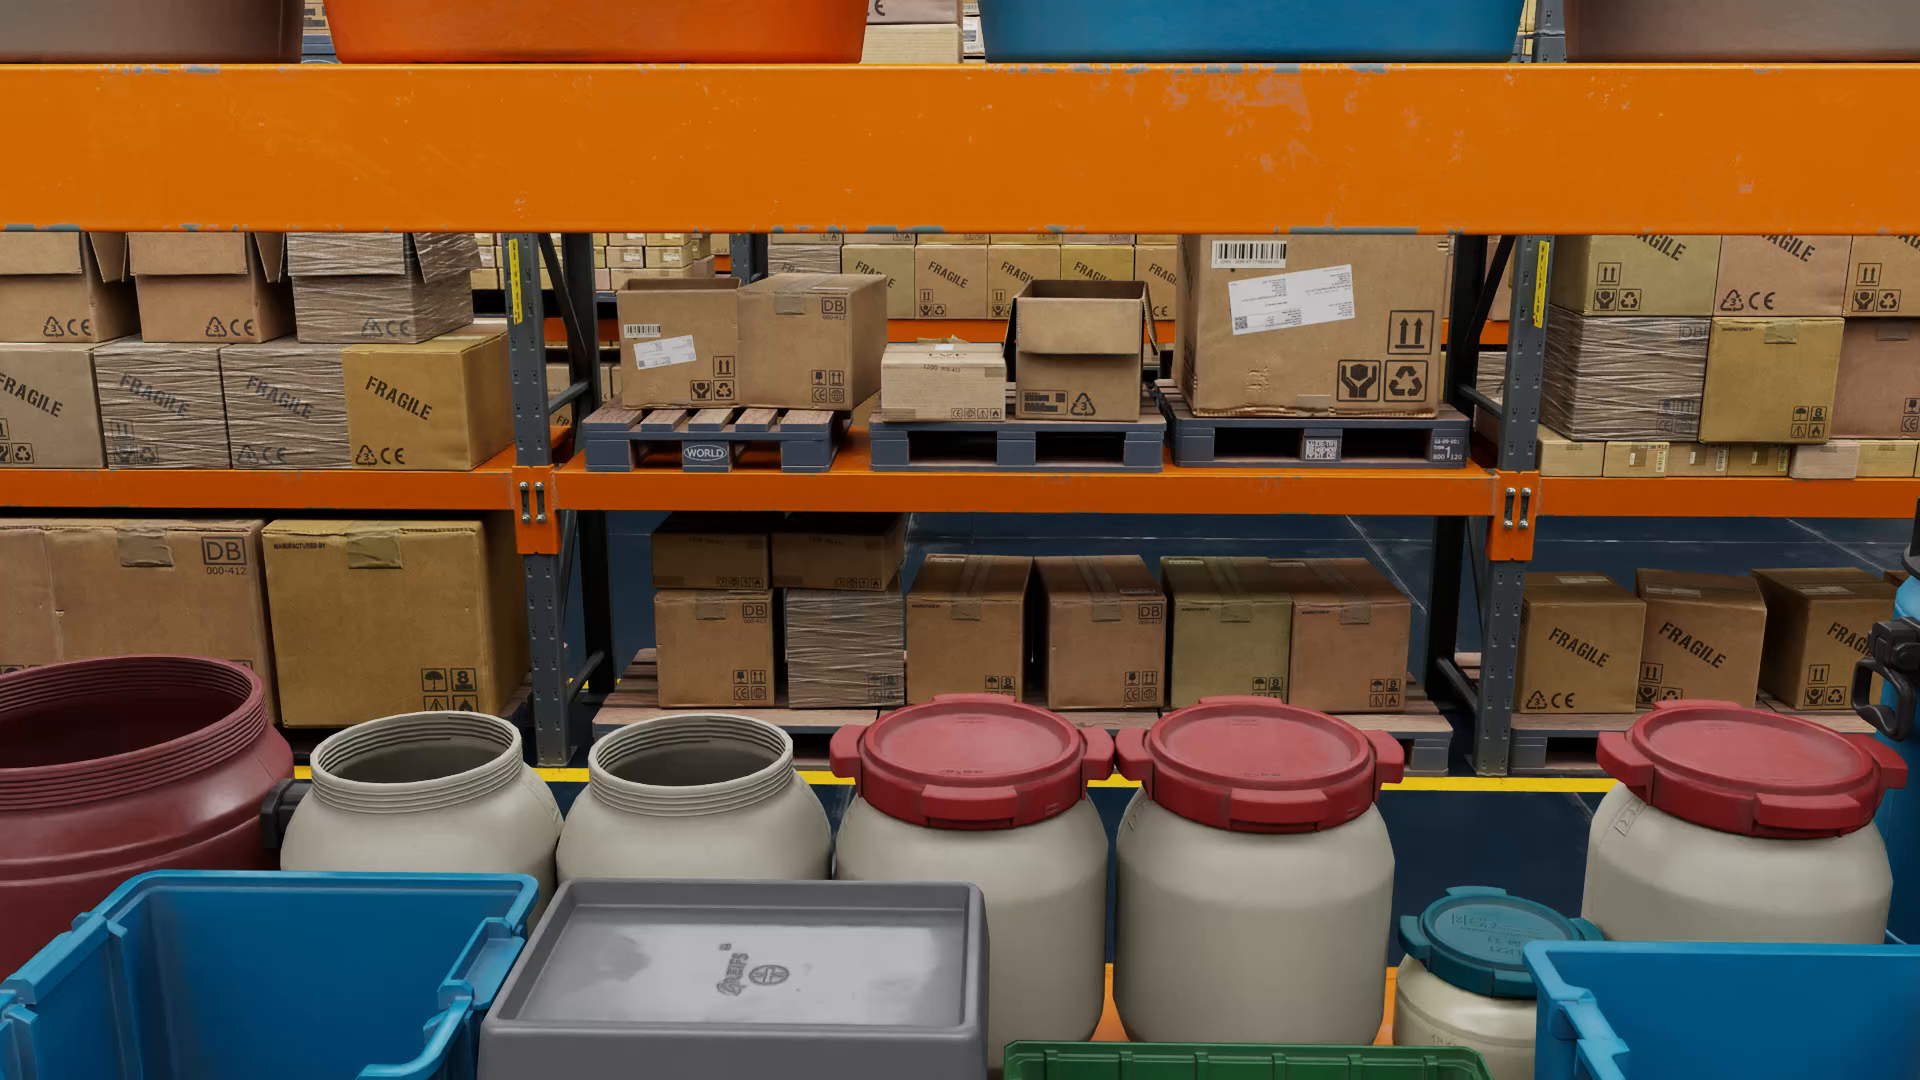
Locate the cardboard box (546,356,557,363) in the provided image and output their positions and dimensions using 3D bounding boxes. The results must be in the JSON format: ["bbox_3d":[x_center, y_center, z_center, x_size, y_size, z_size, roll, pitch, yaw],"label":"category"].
[{"bbox_3d":[-3.213,-1.165,11.983,0.500,0.250,0.500,1,15,3],"label":"cardboard box"}]

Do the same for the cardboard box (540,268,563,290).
[{"bbox_3d":[-2.769,-1.836,11.590,0.250,0.149,0.380,0,15,1],"label":"cardboard box"}]

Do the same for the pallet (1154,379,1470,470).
[{"bbox_3d":[1.501,-0.522,7.313,1.213,0.211,1.003,0,15,1],"label":"pallet"}]

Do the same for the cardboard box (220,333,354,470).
[{"bbox_3d":[-2.735,-0.591,7.006,0.500,0.500,0.500,0,15,1],"label":"cardboard box"}]

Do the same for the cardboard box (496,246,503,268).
[{"bbox_3d":[-3.044,-1.981,11.556,0.250,0.149,0.380,0,15,1],"label":"cardboard box"}]

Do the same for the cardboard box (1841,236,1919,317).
[{"bbox_3d":[3.705,-1.174,6.670,0.500,0.500,0.500,0,15,1],"label":"cardboard box"}]

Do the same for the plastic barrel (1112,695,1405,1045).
[{"bbox_3d":[0.451,0.558,2.578,0.433,0.535,0.433,0,15,0],"label":"plastic barrel"}]

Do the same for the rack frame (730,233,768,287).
[{"bbox_3d":[-1.509,-1.863,12.020,0.127,3.000,1.000,0,15,1],"label":"rack frame"}]

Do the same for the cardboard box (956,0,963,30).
[{"bbox_3d":[-0.246,-2.392,6.970,0.500,0.500,0.500,1,15,2],"label":"cardboard box"}]

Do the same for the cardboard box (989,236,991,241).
[{"bbox_3d":[0.458,-1.967,12.221,0.500,0.500,0.500,1,15,2],"label":"cardboard box"}]

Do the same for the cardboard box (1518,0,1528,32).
[{"bbox_3d":[3.475,-3.532,11.159,0.500,0.250,0.500,0,15,1],"label":"cardboard box"}]

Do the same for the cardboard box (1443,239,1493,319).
[{"bbox_3d":[3.409,-1.912,11.913,0.550,0.550,0.875,0,15,1],"label":"cardboard box"}]

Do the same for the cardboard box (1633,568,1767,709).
[{"bbox_3d":[3.233,0.448,7.339,0.500,0.500,0.500,5,16,19],"label":"cardboard box"}]

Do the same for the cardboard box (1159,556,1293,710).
[{"bbox_3d":[1.172,0.406,7.458,0.500,0.500,0.700,0,15,1],"label":"cardboard box"}]

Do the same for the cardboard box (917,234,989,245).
[{"bbox_3d":[-0.042,-2.383,11.837,0.500,0.500,0.700,0,15,1],"label":"cardboard box"}]

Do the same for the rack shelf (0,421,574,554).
[{"bbox_3d":[-3.737,-0.264,7.369,4.000,0.370,1.077,0,15,1],"label":"rack shelf"}]

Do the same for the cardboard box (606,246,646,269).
[{"bbox_3d":[-2.282,-1.976,11.537,0.250,0.149,0.380,1,15,4],"label":"cardboard box"}]

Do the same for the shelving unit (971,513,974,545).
[{"bbox_3d":[-0.165,-0.581,10.691,0.503,1.200,0.258,0,15,1],"label":"shelving unit"}]

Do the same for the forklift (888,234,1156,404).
[{"bbox_3d":[0.663,-2.472,14.465,3.031,2.935,1.130,-4,15,-14],"label":"forklift"}]

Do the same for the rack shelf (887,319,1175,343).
[{"bbox_3d":[0.490,-1.502,12.062,4.000,0.370,1.077,0,15,1],"label":"rack shelf"}]

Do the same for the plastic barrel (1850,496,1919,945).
[{"bbox_3d":[1.757,0.369,2.580,0.708,0.901,0.600,0,15,1],"label":"plastic barrel"}]

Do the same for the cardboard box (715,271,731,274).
[{"bbox_3d":[-2.172,-2.327,17.122,0.875,0.875,0.875,0,15,1],"label":"cardboard box"}]

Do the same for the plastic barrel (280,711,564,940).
[{"bbox_3d":[-0.830,0.563,2.607,0.421,0.512,0.421,0,15,0],"label":"plastic barrel"}]

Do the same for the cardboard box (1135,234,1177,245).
[{"bbox_3d":[1.478,-2.373,11.798,0.500,0.500,0.700,0,15,0],"label":"cardboard box"}]

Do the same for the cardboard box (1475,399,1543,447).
[{"bbox_3d":[2.484,-0.524,7.440,0.250,0.149,0.380,0,15,1],"label":"cardboard box"}]

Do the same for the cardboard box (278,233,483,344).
[{"bbox_3d":[-2.468,-1.141,7.121,0.637,0.503,0.797,1,15,3],"label":"cardboard box"}]

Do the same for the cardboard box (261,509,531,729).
[{"bbox_3d":[-2.427,0.216,7.483,0.875,0.875,1.225,0,15,-1],"label":"cardboard box"}]

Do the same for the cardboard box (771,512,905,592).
[{"bbox_3d":[-0.536,0.033,7.404,0.500,0.250,0.500,2,15,8],"label":"cardboard box"}]

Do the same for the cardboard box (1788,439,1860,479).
[{"bbox_3d":[3.468,-0.362,6.824,0.250,0.149,0.380,0,15,1],"label":"cardboard box"}]

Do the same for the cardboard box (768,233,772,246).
[{"bbox_3d":[-1.996,-2.990,16.588,0.500,0.250,0.500,0,15,-1],"label":"cardboard box"}]

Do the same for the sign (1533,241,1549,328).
[{"bbox_3d":[2.251,-0.991,6.445,0.005,0.325,0.100,0,15,1],"label":"sign"}]

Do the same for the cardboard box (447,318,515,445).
[{"bbox_3d":[-2.216,-0.719,7.490,0.500,0.500,0.500,1,15,3],"label":"cardboard box"}]

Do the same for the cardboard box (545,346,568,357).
[{"bbox_3d":[-3.194,-1.296,12.478,0.500,0.250,0.500,0,15,2],"label":"cardboard box"}]

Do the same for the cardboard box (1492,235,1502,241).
[{"bbox_3d":[3.946,-2.407,11.674,0.550,0.550,0.875,0,15,1],"label":"cardboard box"}]

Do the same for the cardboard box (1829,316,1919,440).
[{"bbox_3d":[3.711,-0.756,7.046,0.500,0.500,0.875,0,15,1],"label":"cardboard box"}]

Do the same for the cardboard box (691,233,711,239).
[{"bbox_3d":[-1.971,-2.284,12.121,0.250,0.149,0.380,0,15,2],"label":"cardboard box"}]

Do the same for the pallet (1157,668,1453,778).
[{"bbox_3d":[1.483,0.771,7.503,1.213,0.211,1.003,0,15,1],"label":"pallet"}]

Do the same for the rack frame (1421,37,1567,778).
[{"bbox_3d":[2.262,-0.572,7.129,0.127,3.000,1.000,0,15,1],"label":"rack frame"}]

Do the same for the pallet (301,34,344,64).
[{"bbox_3d":[-2.382,-1.948,6.834,1.003,0.211,1.213,1,15,4],"label":"pallet"}]

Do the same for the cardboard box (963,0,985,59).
[{"bbox_3d":[0.235,-3.673,11.786,0.500,0.500,0.500,0,15,1],"label":"cardboard box"}]

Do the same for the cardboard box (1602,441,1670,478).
[{"bbox_3d":[2.718,-0.368,6.846,0.250,0.149,0.380,0,15,1],"label":"cardboard box"}]

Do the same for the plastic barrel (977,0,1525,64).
[{"bbox_3d":[0.313,-0.958,1.730,0.708,0.901,0.600,0,15,1],"label":"plastic barrel"}]

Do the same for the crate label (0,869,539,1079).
[{"bbox_3d":[-0.877,0.723,2.150,0.616,0.435,0.502,0,15,1],"label":"crate label"}]

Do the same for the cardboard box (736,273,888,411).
[{"bbox_3d":[-0.636,-0.878,7.270,0.500,0.500,0.700,3,15,10],"label":"cardboard box"}]

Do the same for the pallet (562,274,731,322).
[{"bbox_3d":[-2.225,-1.747,11.959,1.003,0.211,1.213,0,15,1],"label":"pallet"}]

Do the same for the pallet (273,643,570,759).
[{"bbox_3d":[-2.523,0.726,7.676,1.213,0.211,1.003,0,15,1],"label":"pallet"}]

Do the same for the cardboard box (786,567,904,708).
[{"bbox_3d":[-0.512,0.397,7.492,0.500,0.500,0.700,-1,15,-3],"label":"cardboard box"}]

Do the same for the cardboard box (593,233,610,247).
[{"bbox_3d":[-2.524,-2.122,11.506,0.250,0.149,0.380,1,15,3],"label":"cardboard box"}]

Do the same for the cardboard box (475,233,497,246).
[{"bbox_3d":[-3.304,-2.127,11.525,0.250,0.149,0.380,1,15,4],"label":"cardboard box"}]

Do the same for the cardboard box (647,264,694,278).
[{"bbox_3d":[-2.014,-1.830,11.566,0.250,0.149,0.380,1,15,2],"label":"cardboard box"}]

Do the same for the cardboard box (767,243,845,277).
[{"bbox_3d":[-1.068,-1.839,11.735,0.500,0.500,0.500,1,15,2],"label":"cardboard box"}]

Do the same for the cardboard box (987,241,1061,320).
[{"bbox_3d":[0.443,-1.829,11.698,0.500,0.500,0.500,0,15,1],"label":"cardboard box"}]

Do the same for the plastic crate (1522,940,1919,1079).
[{"bbox_3d":[1.024,0.771,2.070,0.575,0.384,0.392,0,15,1],"label":"plastic crate"}]

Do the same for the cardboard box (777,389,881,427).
[{"bbox_3d":[-0.903,-0.951,12.151,0.750,0.750,1.050,0,15,1],"label":"cardboard box"}]

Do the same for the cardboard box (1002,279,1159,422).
[{"bbox_3d":[0.526,-0.813,7.016,0.637,0.503,0.797,2,15,7],"label":"cardboard box"}]
